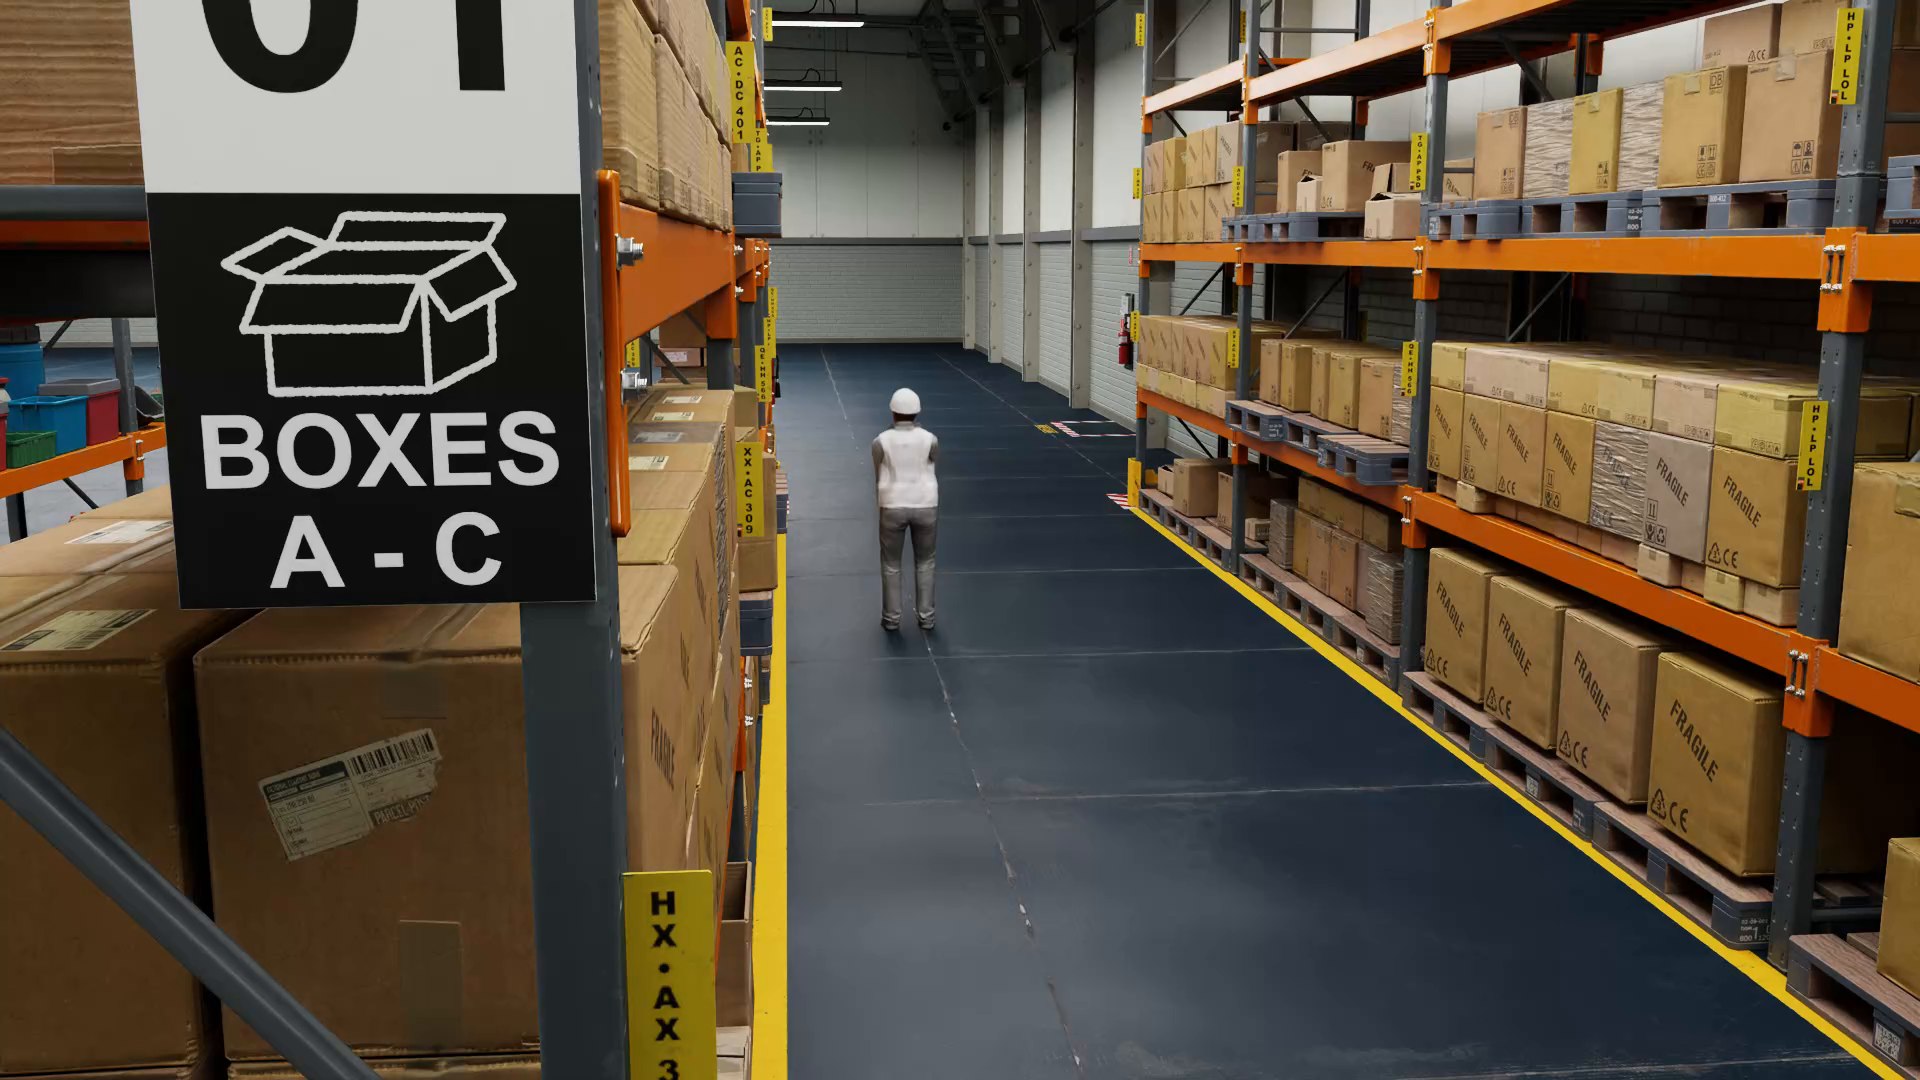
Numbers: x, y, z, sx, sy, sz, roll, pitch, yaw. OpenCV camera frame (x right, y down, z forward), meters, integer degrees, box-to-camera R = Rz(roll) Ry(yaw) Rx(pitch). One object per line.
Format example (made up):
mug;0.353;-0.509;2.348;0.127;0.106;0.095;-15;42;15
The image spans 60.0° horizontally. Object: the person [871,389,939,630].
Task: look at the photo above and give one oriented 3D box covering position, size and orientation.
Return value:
person;-0.407;-0.239;12.222;0.494;1.762;0.563;-1;10;-5
